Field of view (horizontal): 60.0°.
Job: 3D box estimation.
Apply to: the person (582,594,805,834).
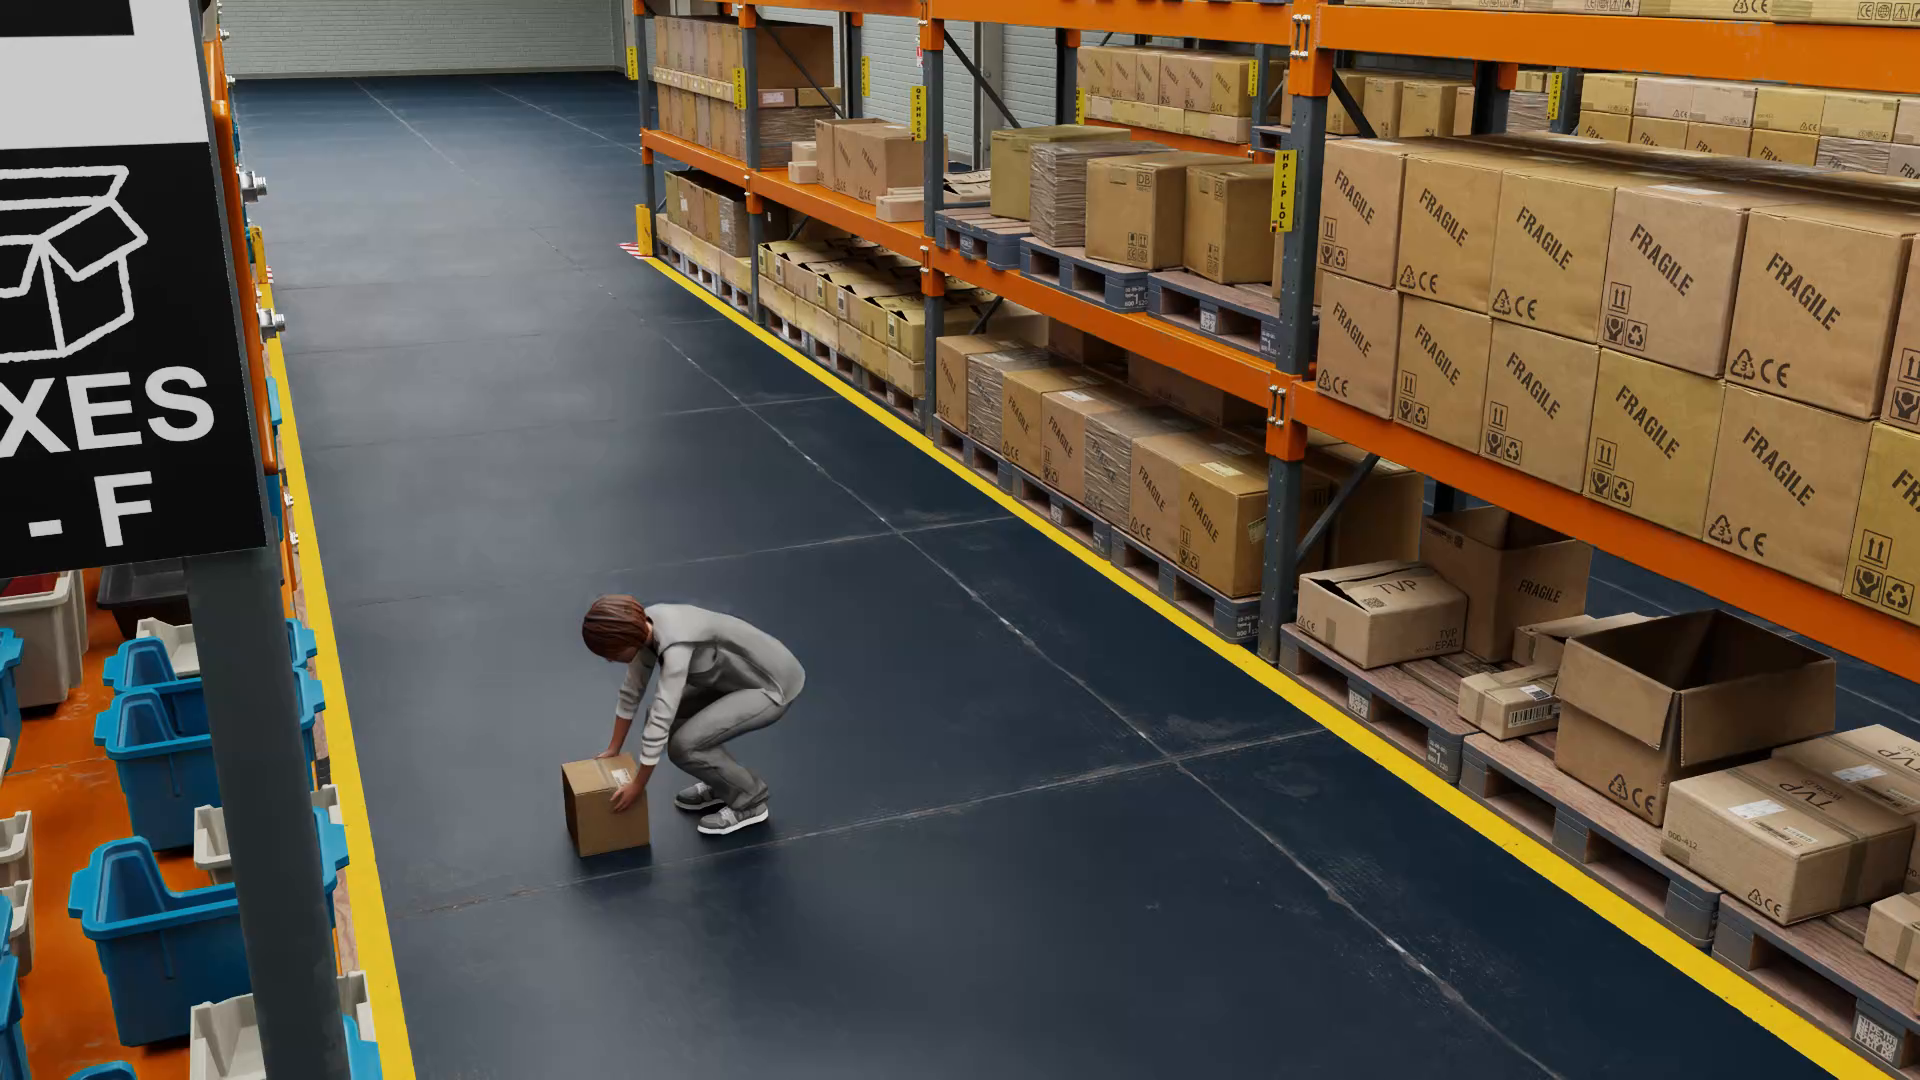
[{"bbox_3d":[-0.929,0.587,5.914,0.787,0.928,0.445,-8,21,-22],"label":"person"}]
